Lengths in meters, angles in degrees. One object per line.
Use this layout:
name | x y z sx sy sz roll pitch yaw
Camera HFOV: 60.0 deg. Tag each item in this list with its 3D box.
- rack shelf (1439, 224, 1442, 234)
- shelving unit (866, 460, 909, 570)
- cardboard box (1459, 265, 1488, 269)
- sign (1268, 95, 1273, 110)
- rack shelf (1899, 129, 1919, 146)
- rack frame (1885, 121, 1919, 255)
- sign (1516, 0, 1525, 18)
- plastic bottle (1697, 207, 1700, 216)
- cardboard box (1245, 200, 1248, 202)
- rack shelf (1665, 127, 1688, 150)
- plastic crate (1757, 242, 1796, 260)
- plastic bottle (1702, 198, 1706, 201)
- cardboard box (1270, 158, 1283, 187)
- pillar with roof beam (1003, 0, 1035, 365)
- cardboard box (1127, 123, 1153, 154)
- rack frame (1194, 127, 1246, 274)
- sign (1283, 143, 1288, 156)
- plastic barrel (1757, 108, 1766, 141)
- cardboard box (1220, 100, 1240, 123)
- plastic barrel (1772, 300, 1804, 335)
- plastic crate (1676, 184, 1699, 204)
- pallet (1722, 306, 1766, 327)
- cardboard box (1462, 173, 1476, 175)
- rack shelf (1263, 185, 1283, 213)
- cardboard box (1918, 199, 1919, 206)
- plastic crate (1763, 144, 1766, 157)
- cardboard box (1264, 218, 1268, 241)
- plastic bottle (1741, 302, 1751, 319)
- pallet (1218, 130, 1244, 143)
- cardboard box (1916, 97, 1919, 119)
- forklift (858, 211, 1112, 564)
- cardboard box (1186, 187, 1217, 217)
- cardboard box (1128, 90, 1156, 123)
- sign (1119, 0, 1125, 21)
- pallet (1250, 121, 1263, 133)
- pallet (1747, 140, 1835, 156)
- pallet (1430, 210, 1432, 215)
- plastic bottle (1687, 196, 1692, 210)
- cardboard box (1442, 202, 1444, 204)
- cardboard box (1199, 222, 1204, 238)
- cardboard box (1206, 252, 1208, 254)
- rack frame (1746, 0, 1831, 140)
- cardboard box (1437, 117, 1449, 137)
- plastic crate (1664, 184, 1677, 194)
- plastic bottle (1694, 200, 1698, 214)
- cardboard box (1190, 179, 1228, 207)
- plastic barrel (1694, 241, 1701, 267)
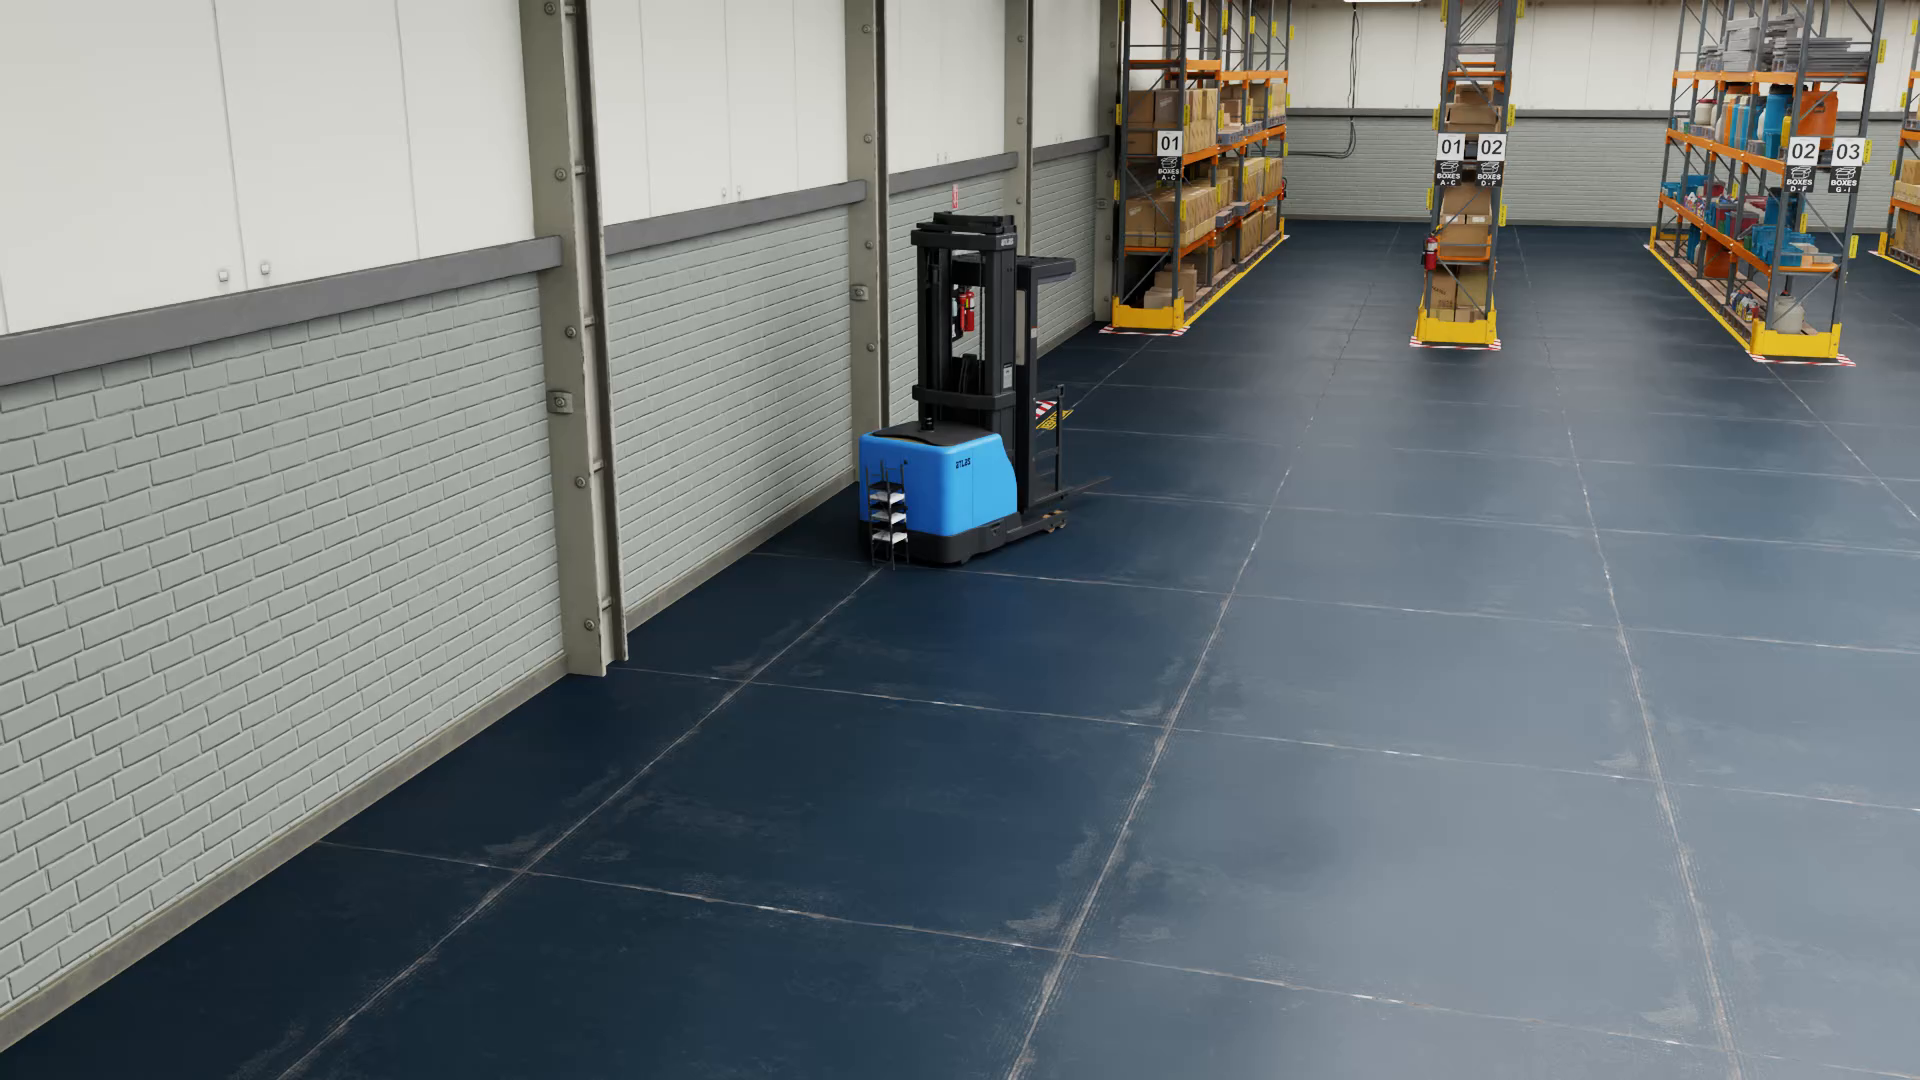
rack shelf | 9.569 -5.834 31.641 1.077 0.370 4.000 5 16 16
shelving unit | -0.625 -0.214 14.328 0.258 0.900 0.210 11 24 34
cardboard box | 8.658 -4.366 28.041 0.500 0.500 0.500 5 16 16
sign | 7.047 -9.937 37.766 0.100 0.325 0.005 5 16 16
rack shelf | 21.339 -8.601 35.899 1.077 0.370 4.000 5 16 16
rack frame | 21.908 -8.027 38.055 1.000 3.000 0.127 5 16 16
sign | 8.394 -7.978 24.883 0.100 0.325 0.005 5 16 16
plastic bottle | 14.873 -6.604 33.400 0.097 0.201 0.097 0 16 0
cardboard box | 5.939 -7.172 35.462 0.380 0.149 0.250 5 17 18
rack shelf | 16.590 -8.985 37.253 1.077 0.370 4.000 5 16 16
plastic crate | 12.657 -4.478 25.812 0.499 0.251 0.408 5 16 16
plastic bottle | 15.408 -6.960 34.518 0.152 0.276 0.135 5 16 16
cardboard box | 7.525 -9.190 41.603 0.980 0.700 0.700 5 17 18
pillar with roof beam | 4.905 -6.227 20.711 9.100 9.000 0.400 5 16 16
cardboard box | 2.989 -6.623 27.388 0.500 0.500 0.500 6 17 20
rack frame | 5.387 -7.087 34.738 1.000 3.000 0.127 5 16 16
sign | 8.177 -9.805 41.766 0.100 0.325 0.005 5 16 16
plastic barrel | 13.438 -6.874 27.515 0.421 0.512 0.421 0 16 0
cardboard box | 5.467 -8.919 34.710 0.700 0.500 0.500 3 16 12
plastic barrel | 12.726 -3.409 25.561 0.421 0.512 0.421 0 16 0
plastic crate | 15.828 -7.535 36.237 0.392 0.384 0.575 5 16 16
pallet | 13.518 -3.758 28.113 1.003 0.211 1.213 5 16 16
cardboard box | 8.595 -5.950 28.168 0.700 0.500 0.500 5 16 16
rack shelf | 7.092 -8.310 40.371 1.077 0.370 4.000 5 16 16
cardboard box | 20.835 -7.235 35.720 0.380 0.149 0.250 5 17 17
plastic crate | 13.039 -6.222 26.579 0.336 0.188 0.450 5 16 16
cardboard box | 6.980 -7.452 39.836 0.700 0.500 0.500 4 16 15
plastic bottle | 12.851 -3.741 27.129 0.152 0.276 0.135 4 16 14
pallet | 4.819 -7.818 32.163 1.213 0.211 1.003 5 16 16
cardboard box | 21.811 -9.629 37.066 0.700 0.500 0.500 4 16 13
forklift | 0.365 -1.548 15.336 1.130 2.935 3.031 11 19 34
cardboard box | 4.412 -6.191 30.444 0.500 0.500 0.500 5 16 16
cardboard box | 2.985 -7.109 27.266 0.500 0.500 0.500 5 17 18
sign | 2.587 -8.454 26.562 0.100 0.325 0.005 5 16 16
pallet | 6.310 -9.241 37.186 0.805 0.209 1.217 4 16 14
pallet | 13.637 -6.428 27.264 1.213 0.211 1.003 5 16 16
pallet | 10.263 -6.794 34.058 1.213 0.211 1.003 5 16 16
plastic bottle | 15.362 -7.088 34.977 0.097 0.271 0.097 0 16 0
cardboard box | 8.449 -5.695 28.458 0.380 0.149 0.250 4 16 14
cardboard box | 3.987 -5.436 29.157 0.500 0.250 0.500 5 17 16
cardboard box | 4.542 -5.382 32.504 0.700 0.500 0.500 4 16 15
rack frame | 13.749 -8.158 27.522 1.000 3.000 0.127 5 16 16
cardboard box | 8.096 -6.747 27.182 0.500 0.311 0.500 7 17 22
plastic crate | 16.586 -8.149 38.679 0.416 0.233 0.300 5 16 16
plastic bottle | 15.007 -6.784 33.883 0.061 0.283 0.133 5 16 16
cardboard box | 4.930 -6.895 33.073 0.700 0.500 0.500 5 16 16
plastic barrel | 15.404 -5.903 34.355 0.421 0.512 0.421 0 16 0
